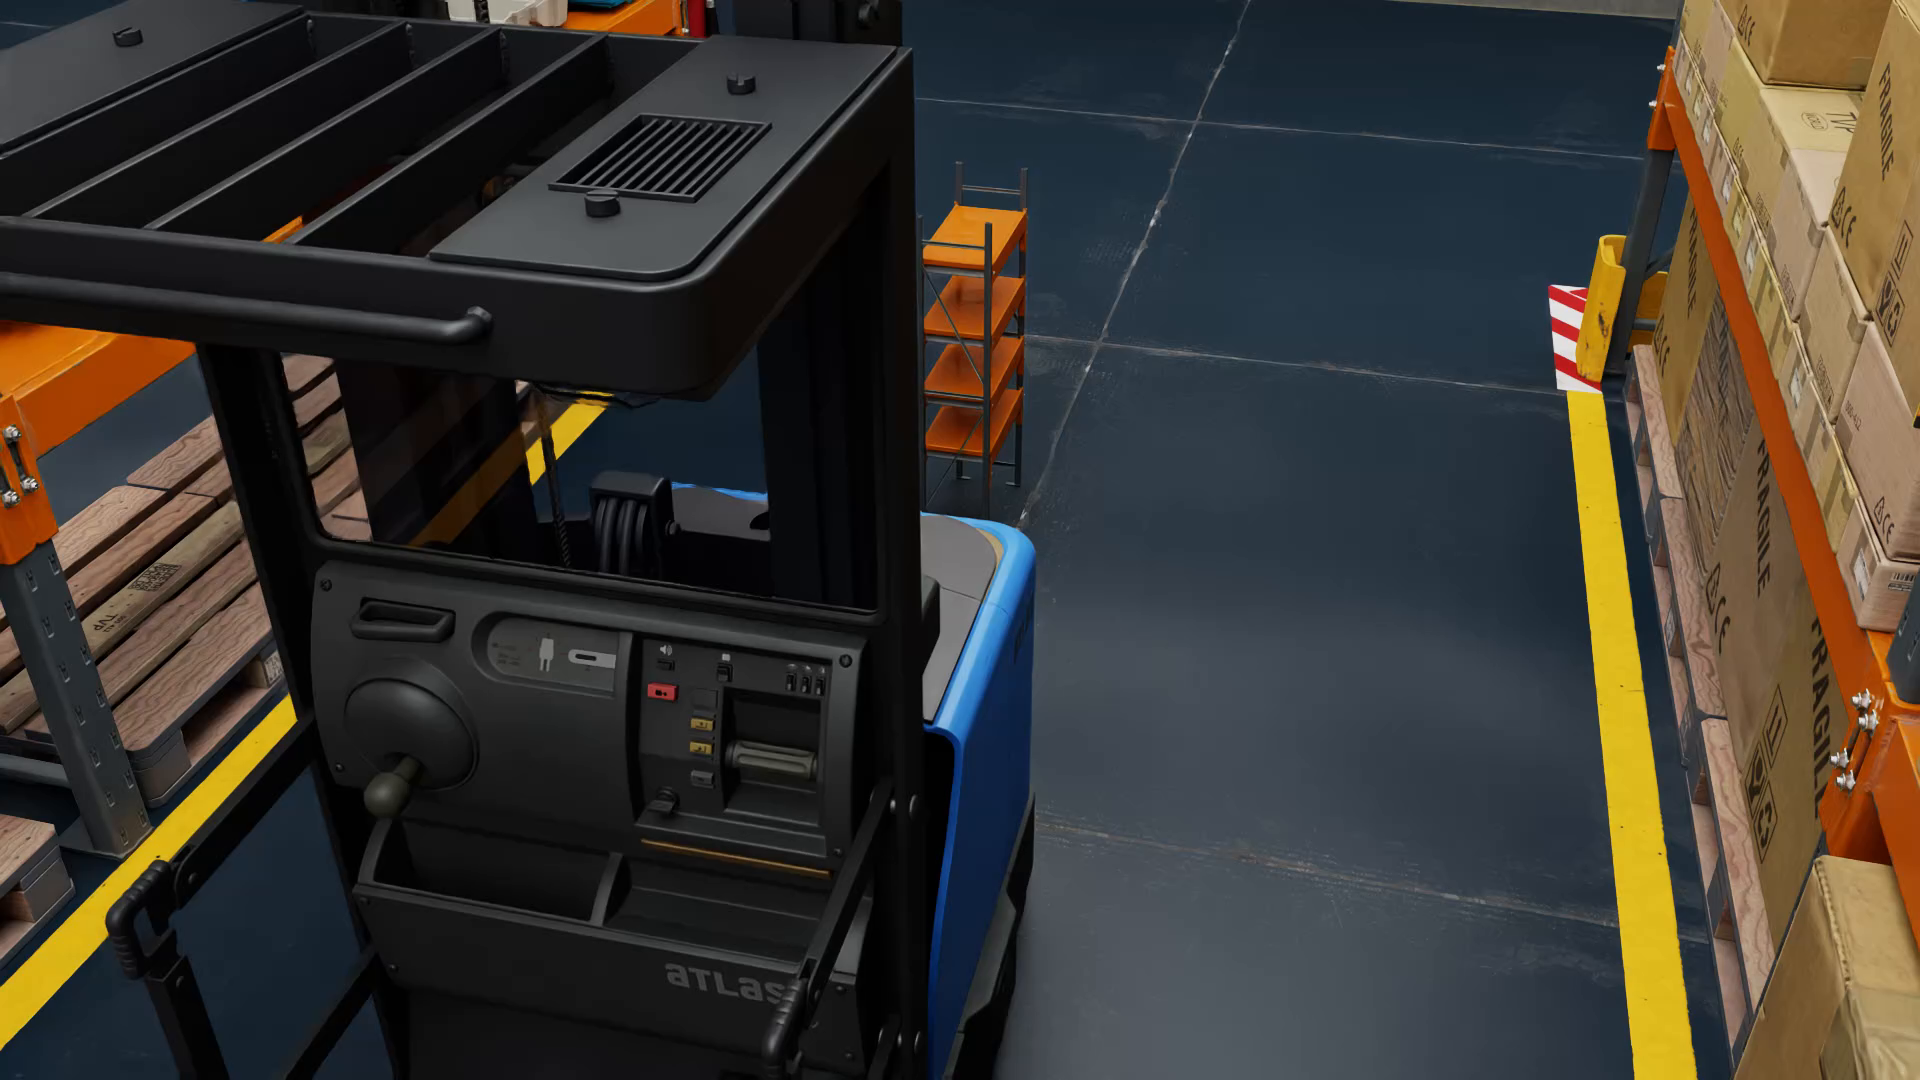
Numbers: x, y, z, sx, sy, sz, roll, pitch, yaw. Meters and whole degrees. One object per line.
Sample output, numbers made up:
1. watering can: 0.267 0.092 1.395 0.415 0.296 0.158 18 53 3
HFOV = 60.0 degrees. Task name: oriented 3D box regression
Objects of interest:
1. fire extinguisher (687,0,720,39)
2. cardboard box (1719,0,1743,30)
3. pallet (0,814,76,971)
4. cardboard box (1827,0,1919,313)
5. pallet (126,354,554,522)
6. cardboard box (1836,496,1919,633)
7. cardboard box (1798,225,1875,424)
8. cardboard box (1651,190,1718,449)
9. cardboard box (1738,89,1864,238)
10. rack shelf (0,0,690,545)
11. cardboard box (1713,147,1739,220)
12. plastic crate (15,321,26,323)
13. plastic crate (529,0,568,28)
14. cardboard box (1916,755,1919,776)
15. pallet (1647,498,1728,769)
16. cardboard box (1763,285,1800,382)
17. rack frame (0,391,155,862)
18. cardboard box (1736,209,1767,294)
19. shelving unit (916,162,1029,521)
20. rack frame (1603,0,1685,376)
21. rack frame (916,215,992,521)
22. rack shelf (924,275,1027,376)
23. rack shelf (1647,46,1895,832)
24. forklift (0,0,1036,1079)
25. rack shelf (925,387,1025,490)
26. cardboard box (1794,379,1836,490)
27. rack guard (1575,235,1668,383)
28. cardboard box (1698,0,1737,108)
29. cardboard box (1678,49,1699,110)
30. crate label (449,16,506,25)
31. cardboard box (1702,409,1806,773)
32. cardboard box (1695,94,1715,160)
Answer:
1. fire extinguisher: -1.189 -2.414 7.171 0.296 0.674 0.183 8 33 12
2. cardboard box: 2.614 -1.820 4.981 0.500 0.500 0.500 7 33 11
3. pallet: -2.918 1.059 3.887 1.003 0.211 1.213 8 33 12
4. cardboard box: 2.098 -0.751 3.299 0.500 0.500 0.500 8 33 13
5. pallet: -2.225 -0.357 6.115 1.003 0.211 1.213 8 33 12
6. cardboard box: 1.869 0.065 3.085 0.380 0.149 0.250 8 33 13
7. cardboard box: 2.096 -0.434 3.499 0.500 0.250 0.500 9 34 14
8. cardboard box: 3.039 -0.851 5.882 0.875 0.875 0.875 8 33 12
9. cardboard box: 2.357 -0.961 4.328 0.500 0.250 0.500 7 33 11
10. rack shelf: -2.175 -1.246 5.585 1.077 0.370 4.000 8 33 12
11. cardboard box: 2.391 -1.001 4.762 0.380 0.149 0.250 8 33 12
12. plastic crate: -2.426 -0.648 4.164 0.396 0.136 0.243 8 33 12
13. plastic crate: -1.699 -2.054 6.375 0.396 0.136 0.243 8 33 12
14. cardboard box: 1.750 0.325 2.350 0.500 0.500 0.500 8 33 13
15. pallet: 2.685 0.320 5.050 1.003 0.211 1.213 8 33 12
16. cardboard box: 2.130 -0.469 3.926 0.380 0.149 0.250 9 33 13
17. rack frame: -2.682 -0.512 3.760 1.000 3.000 0.127 8 33 12
18. cardboard box: 2.261 -0.734 4.342 0.380 0.149 0.250 9 33 13
19. shelving unit: 0.042 -0.592 5.563 0.258 1.200 0.503 8 33 12
20. rack frame: 3.124 -1.914 5.964 1.000 3.000 0.127 8 33 12
21. rack frame: -0.020 -0.466 5.364 0.240 1.200 0.015 8 33 12
22. rack shelf: 0.042 -0.724 5.479 0.258 0.148 0.480 8 33 12
23. rack shelf: 2.616 -0.572 4.525 1.077 0.370 4.000 8 33 12
24. forklift: -0.656 0.341 2.481 1.130 2.935 3.031 7 33 11
25. rack shelf: 0.042 -0.368 5.706 0.258 0.148 0.480 8 33 12
26. cardboard box: 2.000 -0.201 3.505 0.380 0.149 0.250 7 33 12
27. rack guard: 3.130 -0.871 6.654 1.175 0.500 0.348 8 33 12
28. cardboard box: 2.615 -1.493 5.165 0.500 0.250 0.500 8 33 12
29. cardboard box: 2.651 -1.535 5.603 0.380 0.149 0.250 8 33 12
30. crate label: -1.833 -1.758 5.909 0.396 0.136 0.243 8 33 12
31. cardboard box: 2.582 0.083 4.413 0.875 0.875 0.875 8 33 12
32. cardboard box: 2.521 -1.267 5.180 0.380 0.149 0.250 8 33 12
